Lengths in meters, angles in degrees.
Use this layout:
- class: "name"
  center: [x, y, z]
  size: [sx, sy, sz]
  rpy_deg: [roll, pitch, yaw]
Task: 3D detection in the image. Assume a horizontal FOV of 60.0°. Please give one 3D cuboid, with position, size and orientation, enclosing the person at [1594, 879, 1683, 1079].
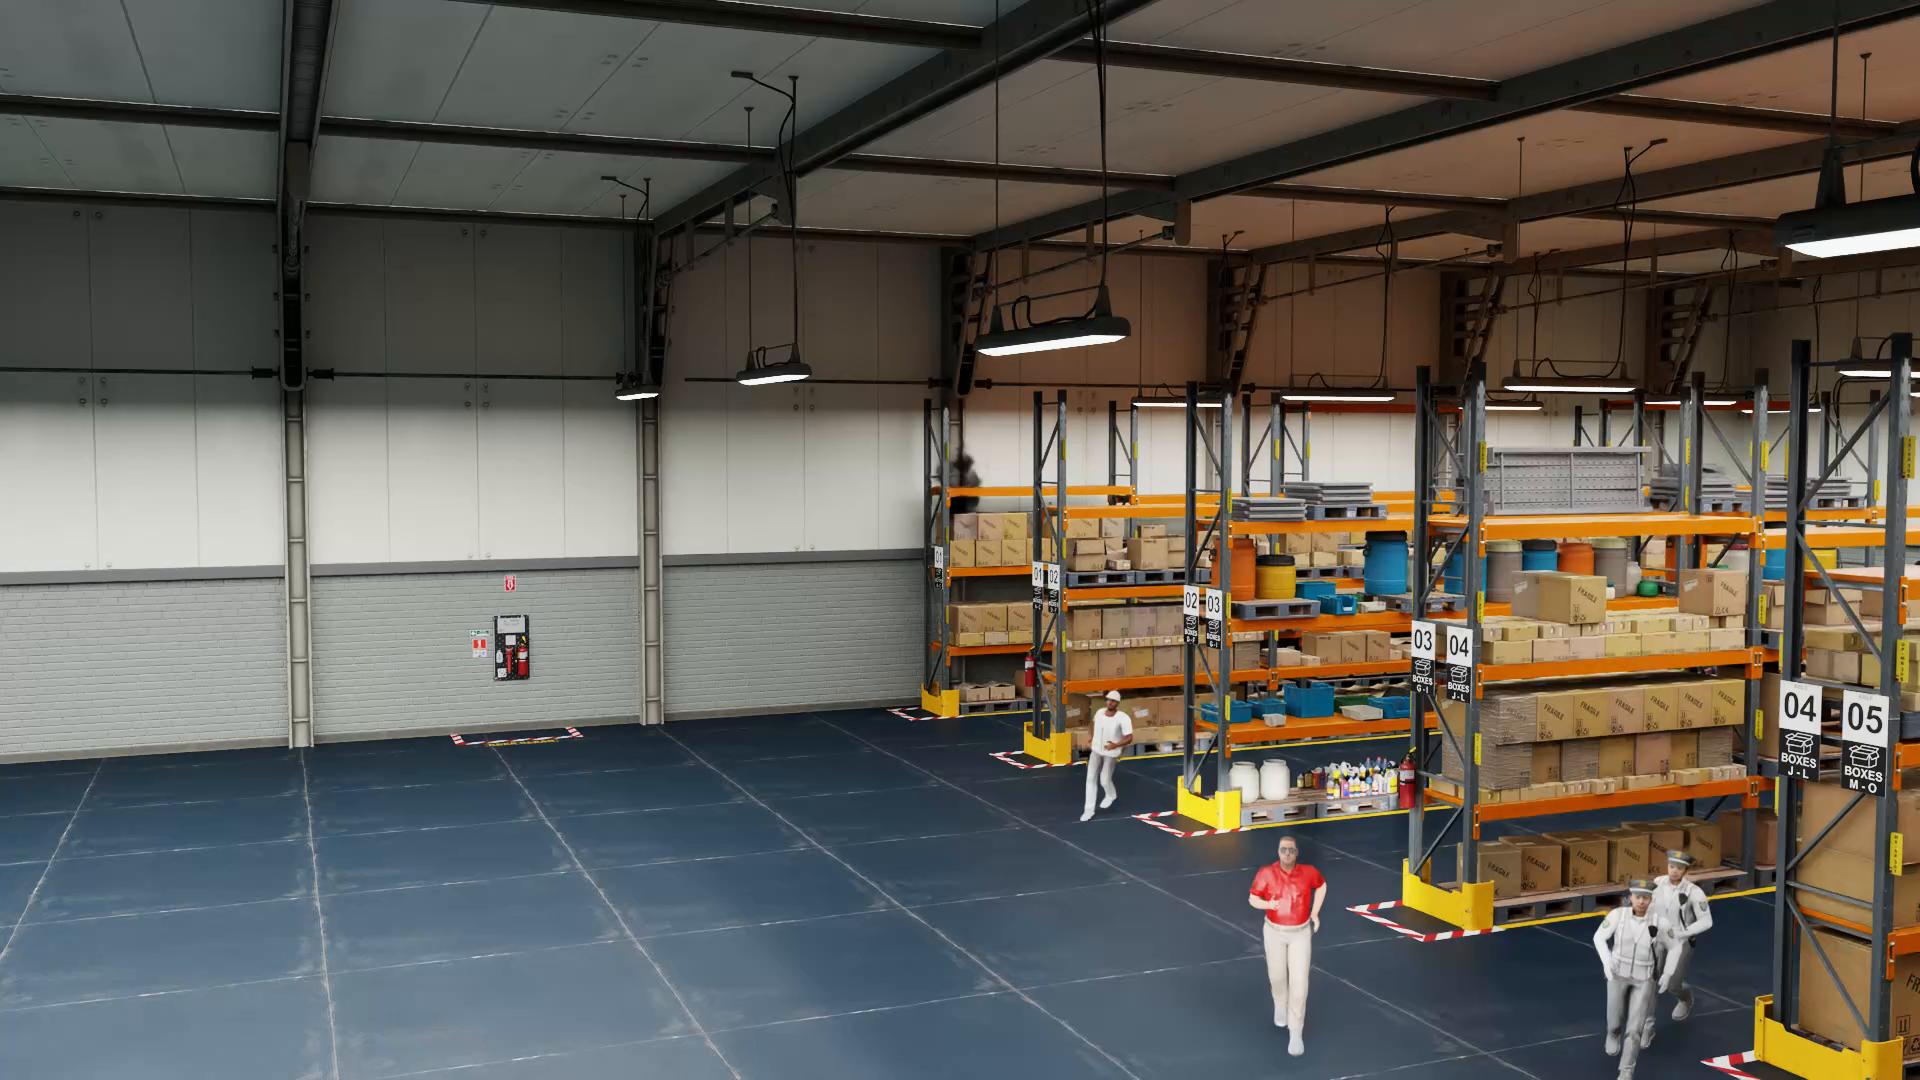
- class: "person"
  center: [5.504, 3.540, 13.519]
  size: [0.672, 1.669, 0.690]
  rpy_deg: [1, 4, 23]

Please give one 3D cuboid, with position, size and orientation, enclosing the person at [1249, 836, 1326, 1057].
- class: "person"
  center: [2.825, 3.444, 14.380]
  size: [0.648, 1.775, 0.851]
  rpy_deg: [1, 3, 14]

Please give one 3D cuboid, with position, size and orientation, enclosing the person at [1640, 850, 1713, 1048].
- class: "person"
  center: [6.182, 3.498, 14.403]
  size: [0.636, 1.704, 0.893]
  rpy_deg: [3, 5, 44]

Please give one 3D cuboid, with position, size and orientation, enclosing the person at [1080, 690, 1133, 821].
- class: "person"
  center: [2.012, 2.941, 22.874]
  size: [0.743, 1.750, 0.877]
  rpy_deg: [2, 4, 32]
